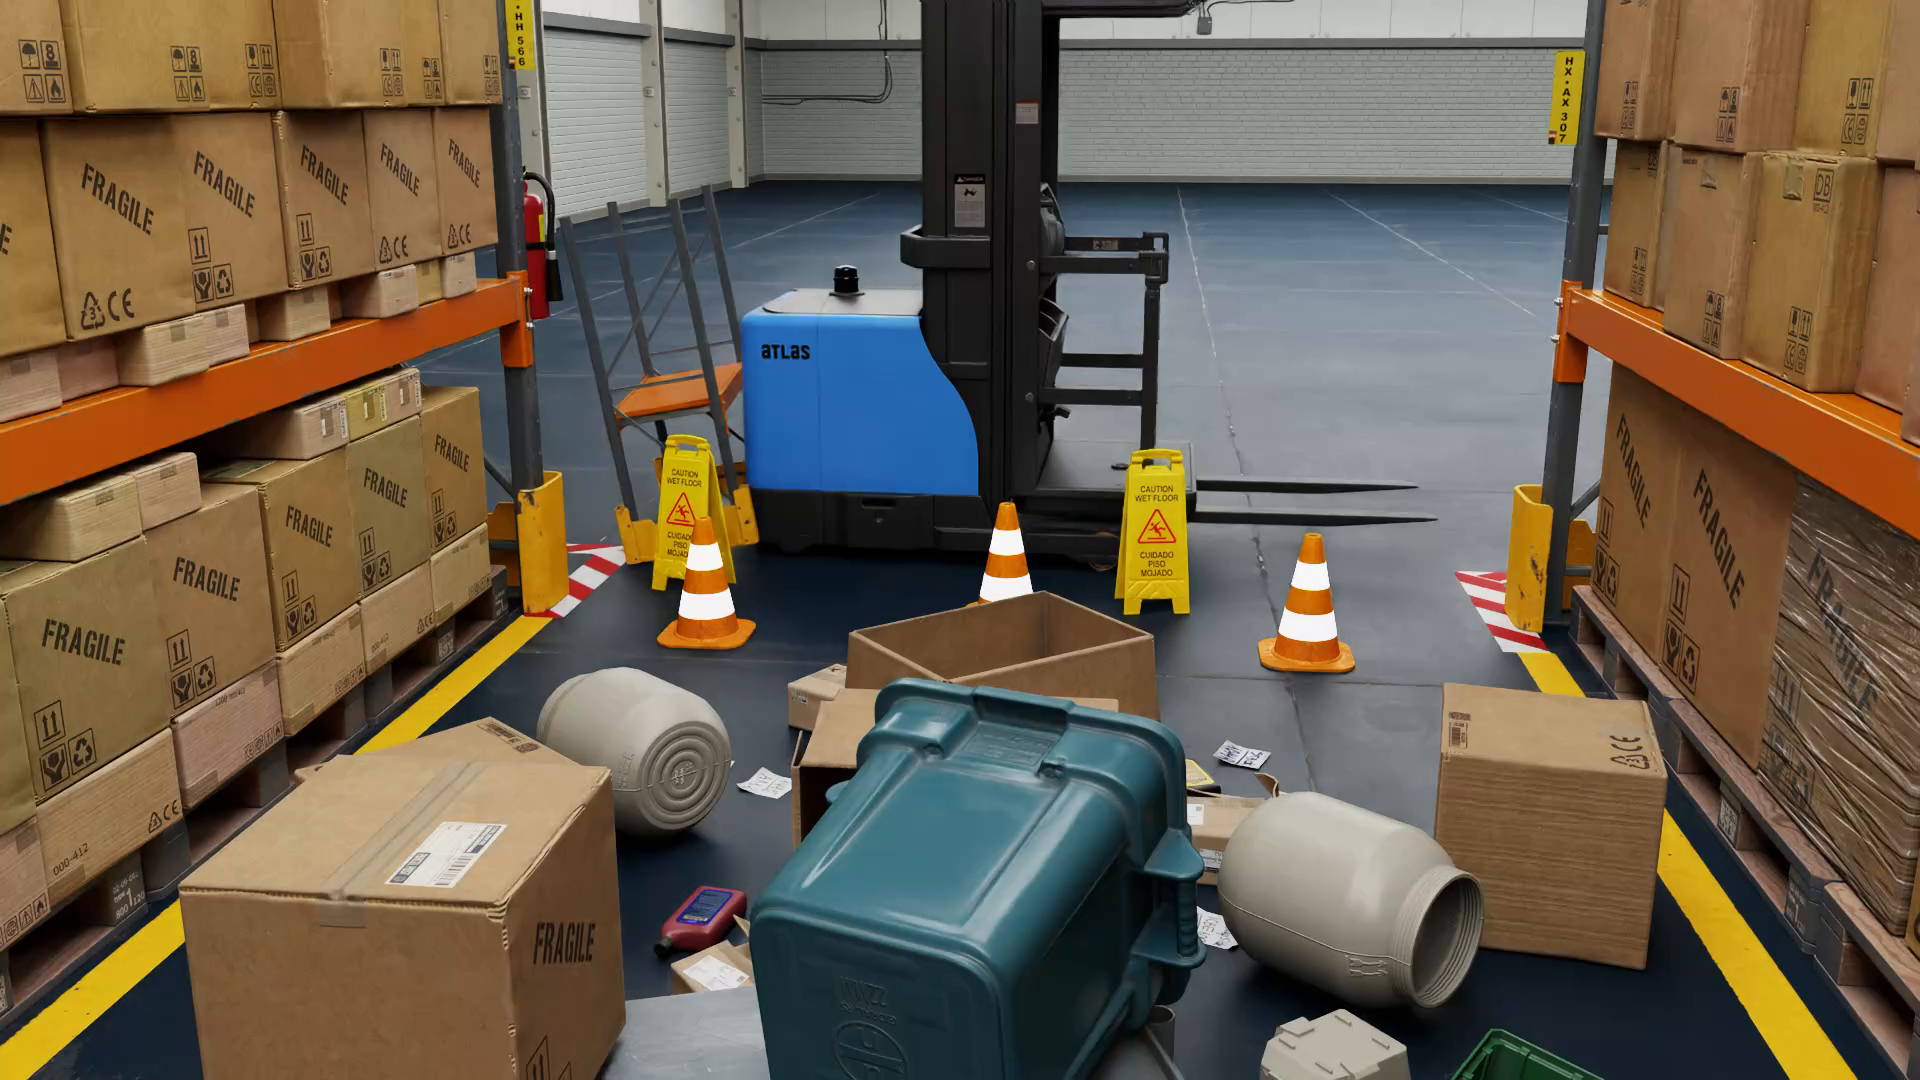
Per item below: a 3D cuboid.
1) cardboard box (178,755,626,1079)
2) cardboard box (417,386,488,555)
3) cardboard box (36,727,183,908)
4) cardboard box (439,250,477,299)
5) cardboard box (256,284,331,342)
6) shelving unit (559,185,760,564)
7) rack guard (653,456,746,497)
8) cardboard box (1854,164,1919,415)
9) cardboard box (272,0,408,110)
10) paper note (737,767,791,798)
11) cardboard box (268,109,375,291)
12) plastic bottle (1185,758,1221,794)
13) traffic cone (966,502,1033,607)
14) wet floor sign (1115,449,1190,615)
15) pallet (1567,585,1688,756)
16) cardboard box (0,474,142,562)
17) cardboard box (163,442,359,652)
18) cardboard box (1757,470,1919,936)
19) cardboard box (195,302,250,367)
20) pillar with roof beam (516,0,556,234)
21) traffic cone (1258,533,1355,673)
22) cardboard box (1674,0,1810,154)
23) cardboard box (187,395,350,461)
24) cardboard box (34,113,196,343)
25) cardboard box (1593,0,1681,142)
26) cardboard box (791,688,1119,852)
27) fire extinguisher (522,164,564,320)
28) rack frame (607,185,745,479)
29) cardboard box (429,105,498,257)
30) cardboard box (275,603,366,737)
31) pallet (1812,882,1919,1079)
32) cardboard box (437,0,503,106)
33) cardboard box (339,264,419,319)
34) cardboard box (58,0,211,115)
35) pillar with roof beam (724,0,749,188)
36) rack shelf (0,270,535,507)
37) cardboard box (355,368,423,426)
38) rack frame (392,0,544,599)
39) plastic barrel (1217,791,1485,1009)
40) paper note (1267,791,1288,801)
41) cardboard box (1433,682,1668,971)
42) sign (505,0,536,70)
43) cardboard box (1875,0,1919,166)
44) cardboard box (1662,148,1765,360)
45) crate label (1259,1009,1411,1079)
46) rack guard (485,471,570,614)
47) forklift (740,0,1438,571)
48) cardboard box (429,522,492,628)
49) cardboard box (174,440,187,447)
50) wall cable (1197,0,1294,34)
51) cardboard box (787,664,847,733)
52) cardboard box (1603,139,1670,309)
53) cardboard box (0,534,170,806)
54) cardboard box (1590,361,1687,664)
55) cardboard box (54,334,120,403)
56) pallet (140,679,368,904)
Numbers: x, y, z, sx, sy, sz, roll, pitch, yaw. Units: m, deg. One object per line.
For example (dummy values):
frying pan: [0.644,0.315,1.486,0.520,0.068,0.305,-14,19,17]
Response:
cardboard box: [-0.874,0.687,2.714,0.500,0.500,0.500,2,15,6]
cardboard box: [-2.026,-0.258,5.897,0.500,0.500,0.500,2,15,7]
cardboard box: [-2.262,0.642,4.005,0.500,0.250,0.500,3,15,9]
cardboard box: [-1.943,-0.943,5.884,0.380,0.149,0.250,2,15,6]
cardboard box: [-2.099,-0.678,4.904,0.380,0.149,0.250,2,15,6]
shelving unit: [-1.297,-0.793,7.571,0.587,1.500,1.083,-9,15,2]
rack guard: [-1.199,-0.327,8.213,0.587,0.250,0.087,-9,15,2]
cardboard box: [2.531,-0.528,3.580,0.875,0.550,0.550,2,15,6]
cardboard box: [-2.056,-1.506,4.807,0.700,0.500,0.500,2,15,6]
paper note: [-0.569,0.722,4.955,0.148,0.019,0.142,7,17,25]
cardboard box: [-2.103,-1.020,4.926,0.500,0.500,0.500,2,15,6]
plastic bottle: [0.678,0.723,4.873,0.133,0.061,0.283,-4,16,-13]
traffic cone: [0.180,0.082,6.471,0.336,0.463,0.334,2,15,6]
wet floor sign: [0.771,-0.046,6.596,0.267,0.644,0.232,-1,15,-3]
pallet: [2.722,0.439,5.634,1.003,0.211,1.213,2,15,6]
cardboard box: [-2.182,-0.059,3.916,0.380,0.149,0.250,2,15,8]
cardboard box: [-2.146,0.008,4.913,0.500,0.500,0.500,1,15,5]
cardboard box: [2.522,0.349,3.892,0.875,0.875,0.875,2,15,7]
cardboard box: [-2.138,-0.548,4.422,0.380,0.149,0.250,2,15,6]
pillar with roof beam: [-1.793,-8.665,22.468,9.100,9.000,0.400,2,15,6]
traffic cone: [1.264,0.204,6.022,0.336,0.463,0.334,2,15,6]
cardboard box: [2.486,-1.329,4.473,0.875,0.550,0.550,2,15,6]
cardboard box: [-2.064,-0.341,4.960,0.380,0.149,0.250,2,15,9]
cardboard box: [-2.217,-0.757,3.955,0.500,0.500,0.500,2,15,6]
cardboard box: [2.654,-1.615,5.533,0.875,0.550,0.550,2,15,6]
cardboard box: [0.025,0.676,3.938,0.797,0.637,0.503,2,15,6]
fire extinguisher: [-1.724,-1.215,6.558,0.296,0.674,0.183,2,15,6]
rack frame: [-1.303,-0.927,8.071,0.500,1.500,0.032,-9,15,2]
cardboard box: [-1.982,-1.279,5.885,0.500,0.500,0.500,1,15,5]
cardboard box: [-2.139,0.376,4.989,0.500,0.250,0.500,1,15,4]
pallet: [2.447,1.072,3.294,1.003,0.211,1.213,2,15,6]
cardboard box: [-2.036,-1.772,5.792,0.700,0.500,0.500,1,15,5]
cardboard box: [-1.992,-0.809,5.390,0.380,0.149,0.250,2,15,7]
cardboard box: [-2.218,-1.242,3.833,0.700,0.500,0.500,1,15,5]
pillar with roof beam: [-0.439,-11.778,33.978,9.100,9.000,0.400,2,15,6]
rack shelf: [-2.421,-0.370,4.663,1.077,0.370,4.000,2,15,6]
cardboard box: [-2.001,-0.474,5.453,0.380,0.149,0.250,2,15,8]
rack frame: [-2.195,-1.236,6.488,1.000,3.000,0.127,2,15,6]
plastic barrel: [0.887,0.825,3.800,0.421,0.421,0.512,-14,20,-42]
paper note: [0.917,0.756,4.846,0.032,0.001,0.123,11,19,35]
cardboard box: [1.439,0.693,4.136,0.500,0.500,0.500,4,16,16]
sign: [-1.646,-1.926,6.216,0.100,0.325,0.005,2,15,6]
cardboard box: [2.503,-1.050,3.442,0.875,0.550,0.550,2,15,6]
cardboard box: [2.510,-0.807,4.612,0.875,0.550,0.550,2,15,6]
crate label: [0.767,1.082,3.399,0.298,0.136,0.250,-10,18,-32]
rack guard: [-2.204,-0.010,6.741,1.175,0.500,0.348,2,15,6]
forklift: [0.591,-1.424,7.313,3.031,2.935,1.130,2,15,7]
cardboard box: [-2.022,0.112,5.964,0.500,0.250,0.500,2,15,6]
cardboard box: [-2.618,-0.131,5.426,0.500,0.500,0.500,1,15,4]
wall cable: [6.361,-13.987,35.636,2.305,6.003,0.169,2,15,6]
cardboard box: [-0.336,0.539,5.383,0.380,0.149,0.250,11,19,35]
cardboard box: [2.738,-1.092,5.665,0.875,0.550,0.550,2,15,6]
cardboard box: [-2.263,0.279,3.909,0.500,0.500,0.500,2,15,9]
cardboard box: [2.724,-0.116,5.611,0.875,0.875,0.875,2,15,7]
cardboard box: [-2.254,-0.420,3.950,0.380,0.149,0.250,2,15,6]
pallet: [-2.470,0.655,4.837,1.003,0.211,1.213,2,15,6]
